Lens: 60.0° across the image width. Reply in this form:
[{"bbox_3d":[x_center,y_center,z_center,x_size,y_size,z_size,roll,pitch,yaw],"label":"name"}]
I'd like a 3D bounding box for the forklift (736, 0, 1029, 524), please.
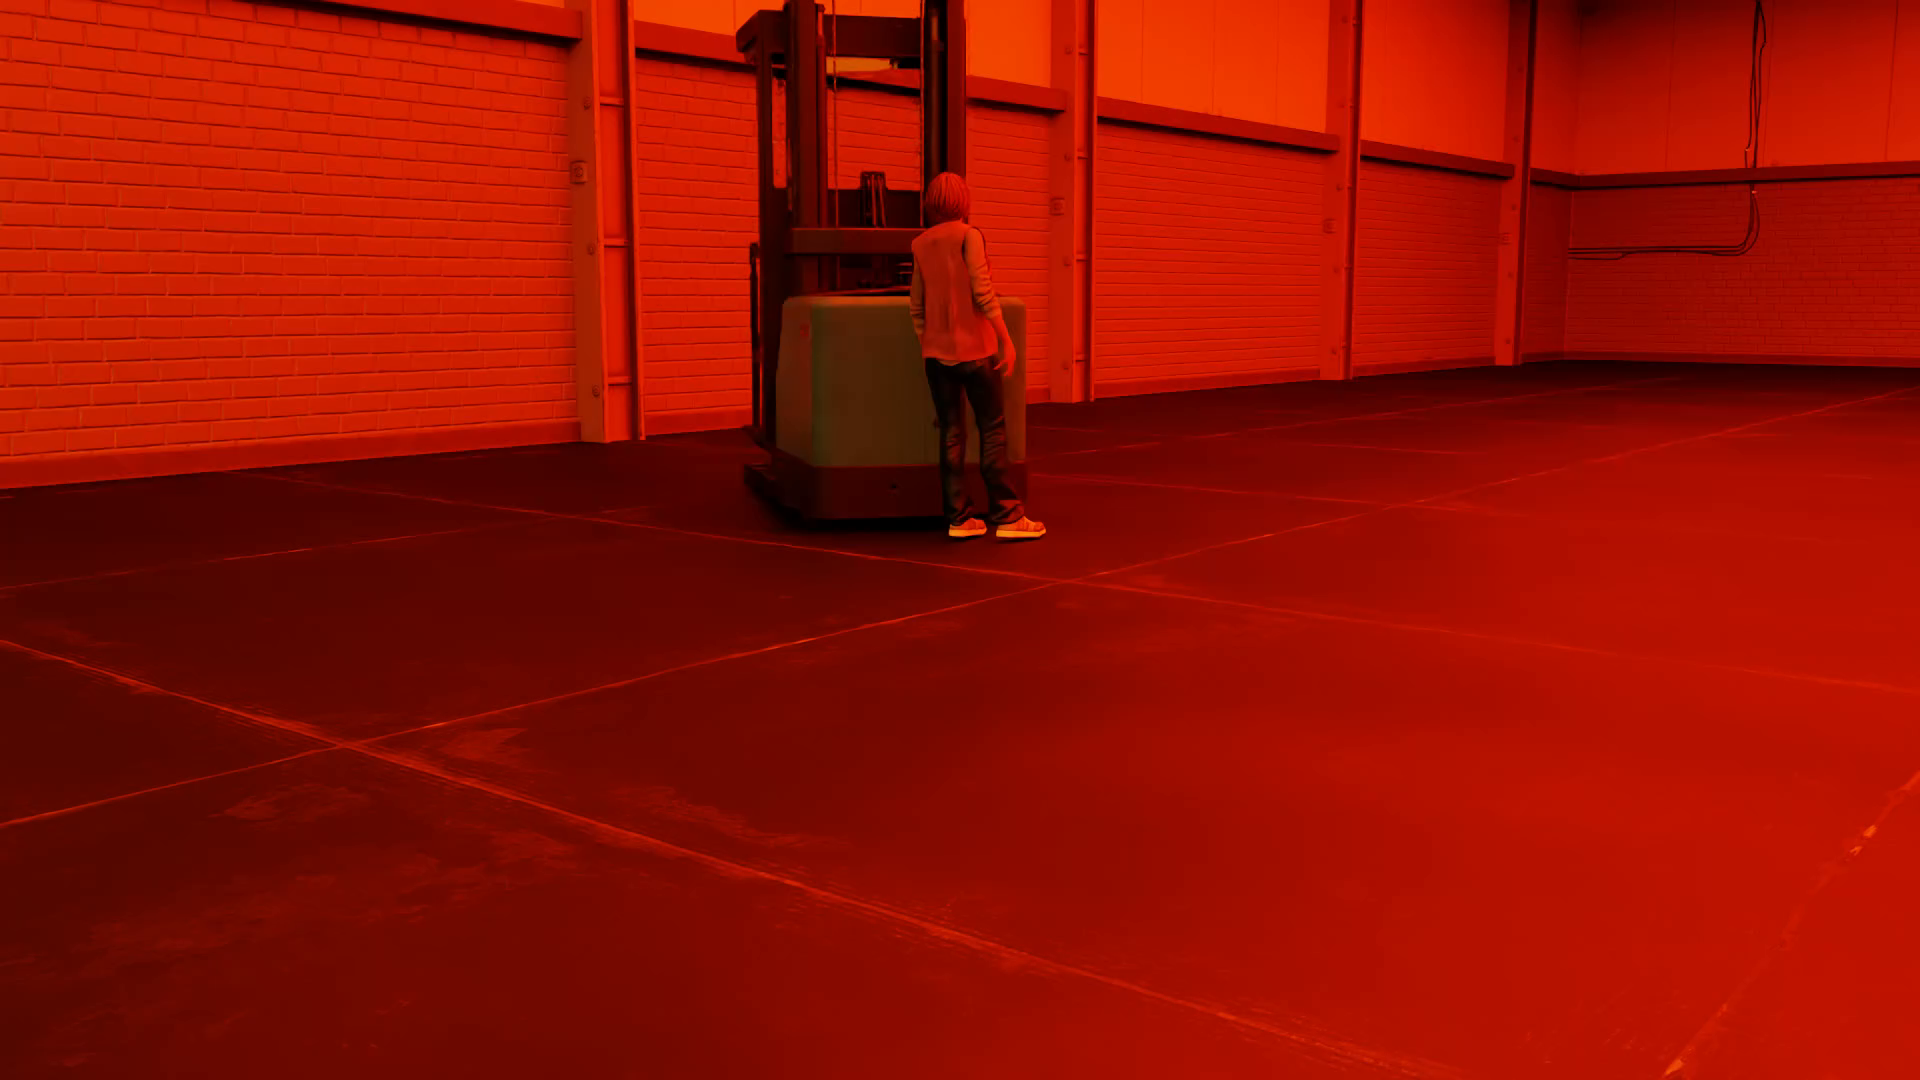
[{"bbox_3d":[-0.574,-1.699,8.896,1.130,2.935,3.031,-2,9,-16],"label":"forklift"}]

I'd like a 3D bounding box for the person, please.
[{"bbox_3d":[0.057,-0.805,7.336,0.520,1.597,0.476,7,11,38],"label":"person"}]
